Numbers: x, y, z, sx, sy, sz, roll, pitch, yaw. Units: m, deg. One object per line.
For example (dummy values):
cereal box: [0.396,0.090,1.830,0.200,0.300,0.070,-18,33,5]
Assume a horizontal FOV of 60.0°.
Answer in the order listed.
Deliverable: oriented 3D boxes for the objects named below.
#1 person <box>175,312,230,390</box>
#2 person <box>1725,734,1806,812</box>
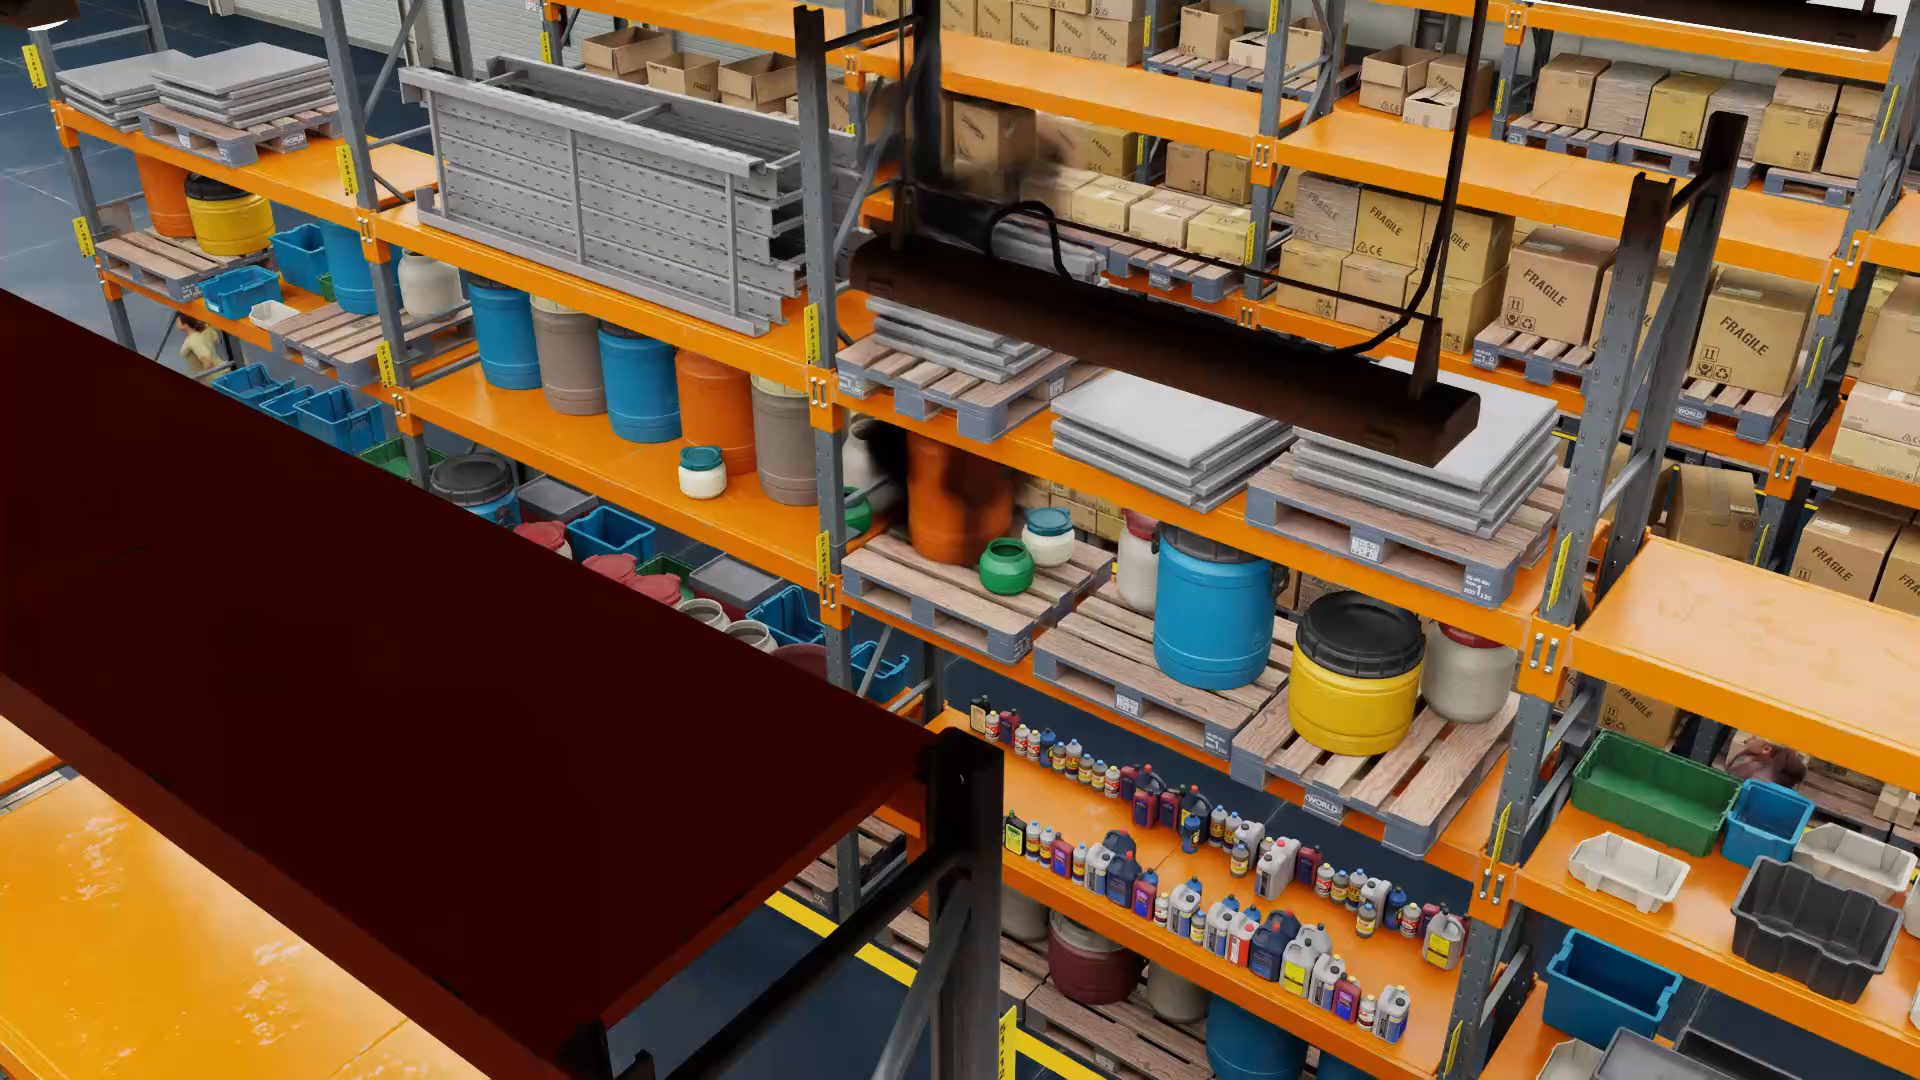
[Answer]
person: [-7.288,-1.551,16.245,0.925,1.631,0.604,2,31,3]
person: [4.899,1.885,10.471,0.904,1.837,0.677,14,34,21]
